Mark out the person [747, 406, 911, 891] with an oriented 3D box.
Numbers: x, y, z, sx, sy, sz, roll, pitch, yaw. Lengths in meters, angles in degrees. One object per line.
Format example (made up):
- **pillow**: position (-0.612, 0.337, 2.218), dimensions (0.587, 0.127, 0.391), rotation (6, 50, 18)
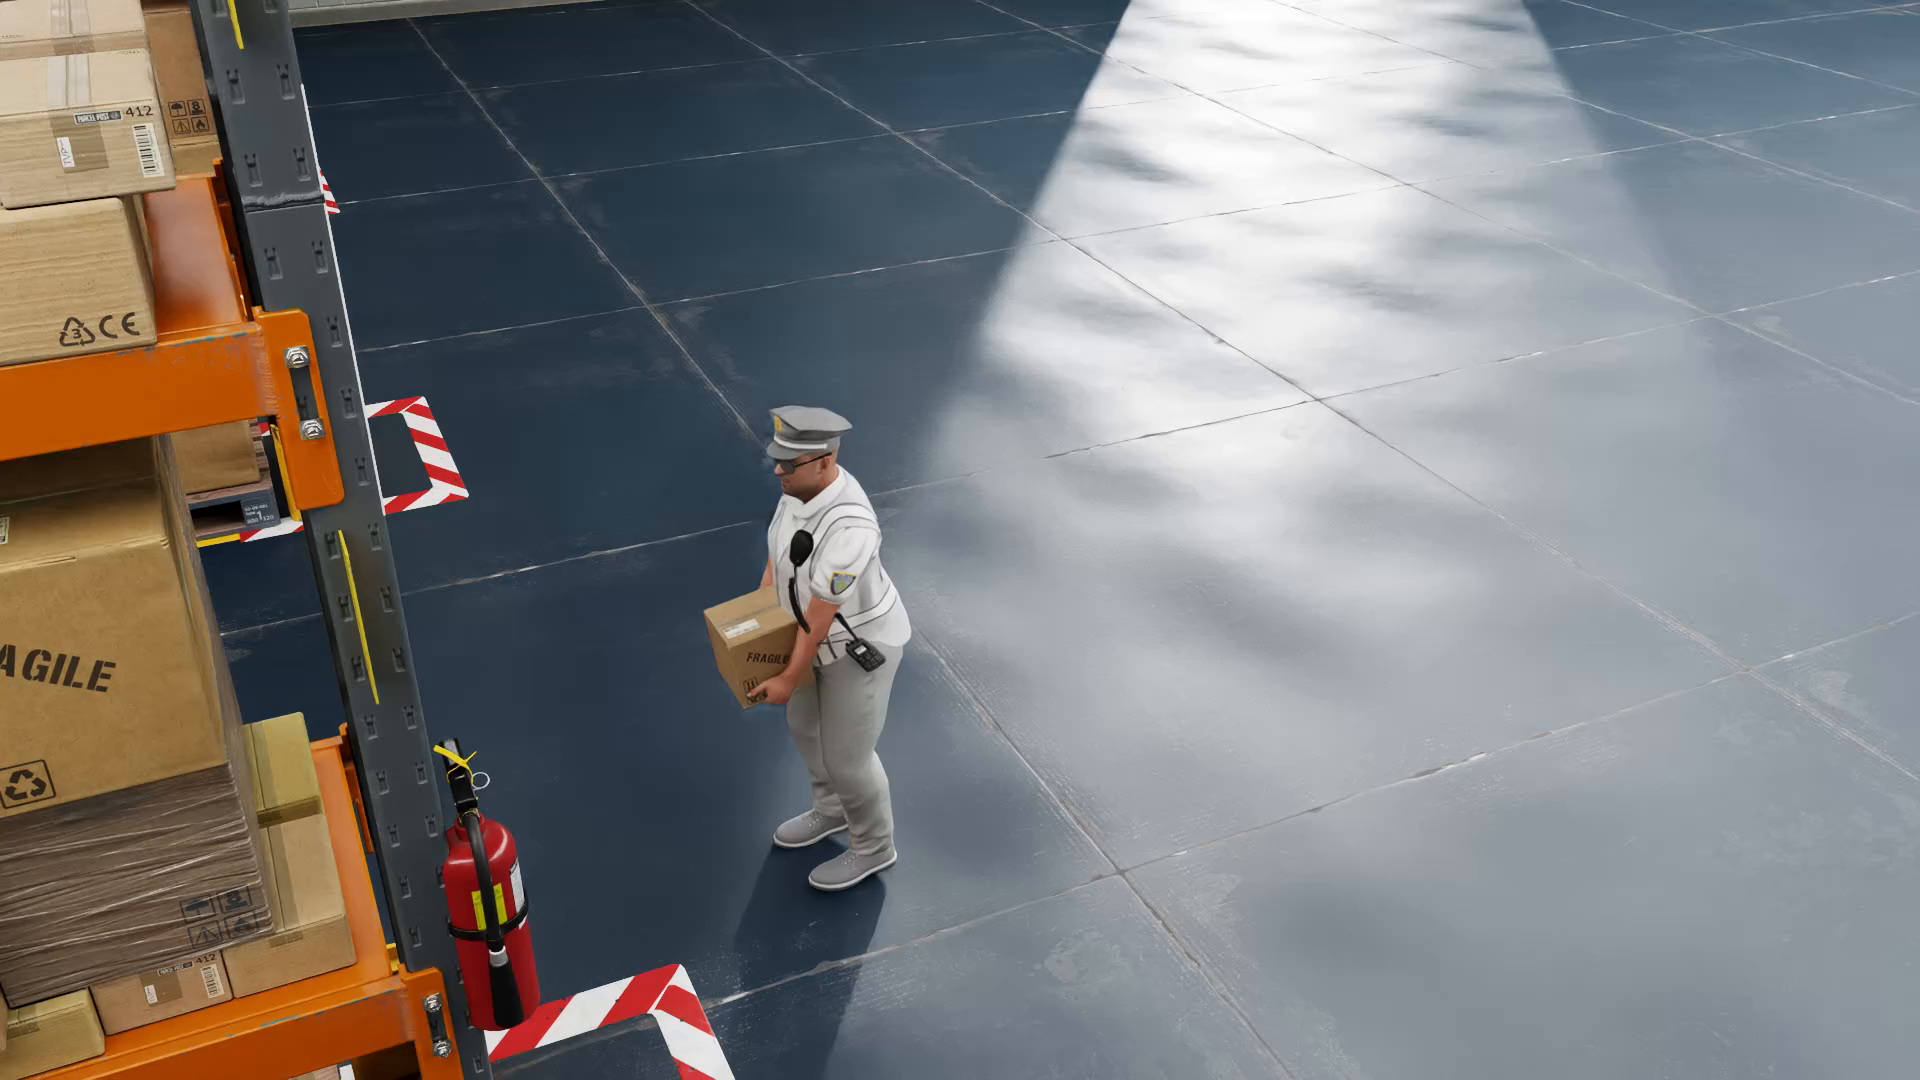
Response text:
- **person**: position (-0.463, 0.359, 5.485), dimensions (0.588, 1.754, 0.486), rotation (-14, 32, -23)
